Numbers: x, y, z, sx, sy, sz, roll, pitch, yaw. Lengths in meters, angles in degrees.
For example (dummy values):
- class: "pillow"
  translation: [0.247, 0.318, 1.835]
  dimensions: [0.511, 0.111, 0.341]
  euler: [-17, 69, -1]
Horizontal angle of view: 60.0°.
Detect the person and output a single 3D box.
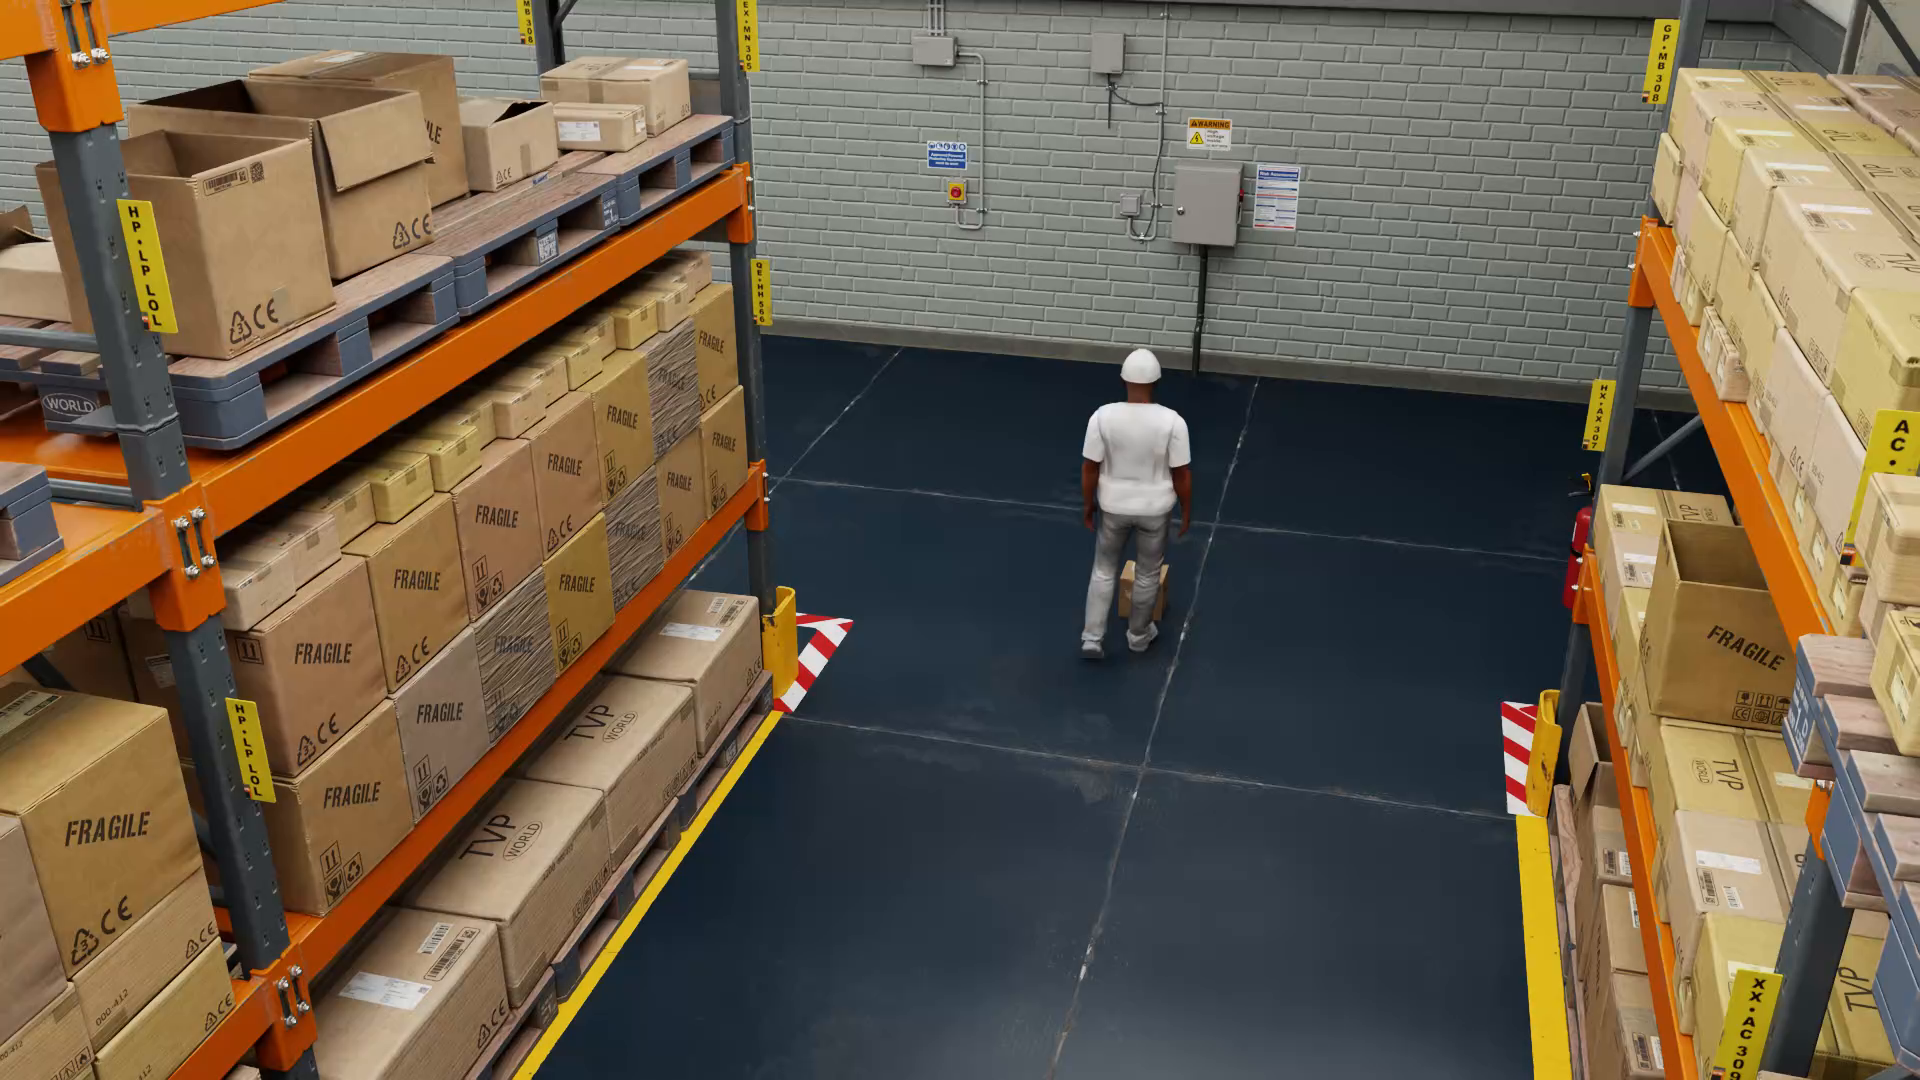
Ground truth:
- class: "person"
  translation: [0.954, -0.160, 8.998]
  dimensions: [0.585, 1.835, 0.513]
  euler: [6, 26, 13]
